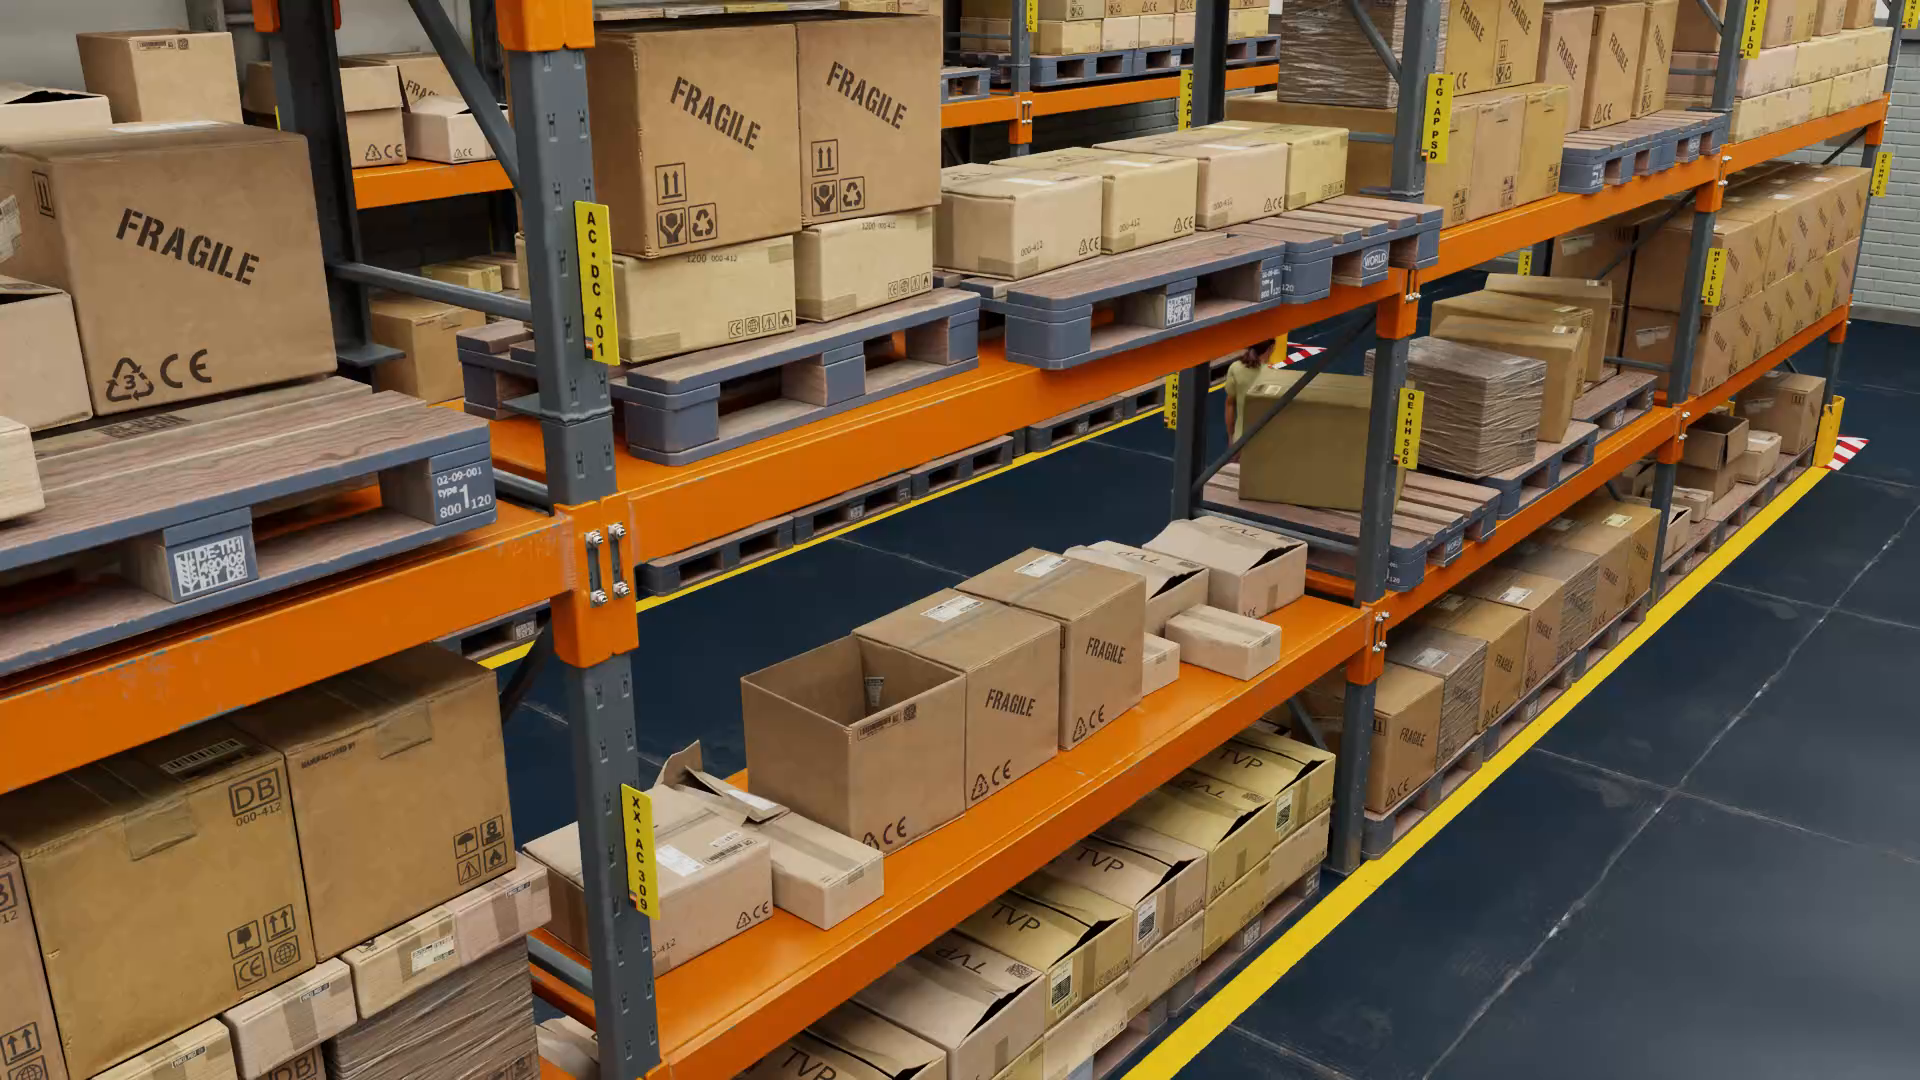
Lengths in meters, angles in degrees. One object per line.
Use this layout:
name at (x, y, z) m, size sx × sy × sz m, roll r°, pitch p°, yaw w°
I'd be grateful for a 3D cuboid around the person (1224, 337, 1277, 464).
person at (1.878, -0.607, 10.699) m, size 0.446 × 1.642 × 0.798 m, roll 18°, pitch 27°, yaw 39°
